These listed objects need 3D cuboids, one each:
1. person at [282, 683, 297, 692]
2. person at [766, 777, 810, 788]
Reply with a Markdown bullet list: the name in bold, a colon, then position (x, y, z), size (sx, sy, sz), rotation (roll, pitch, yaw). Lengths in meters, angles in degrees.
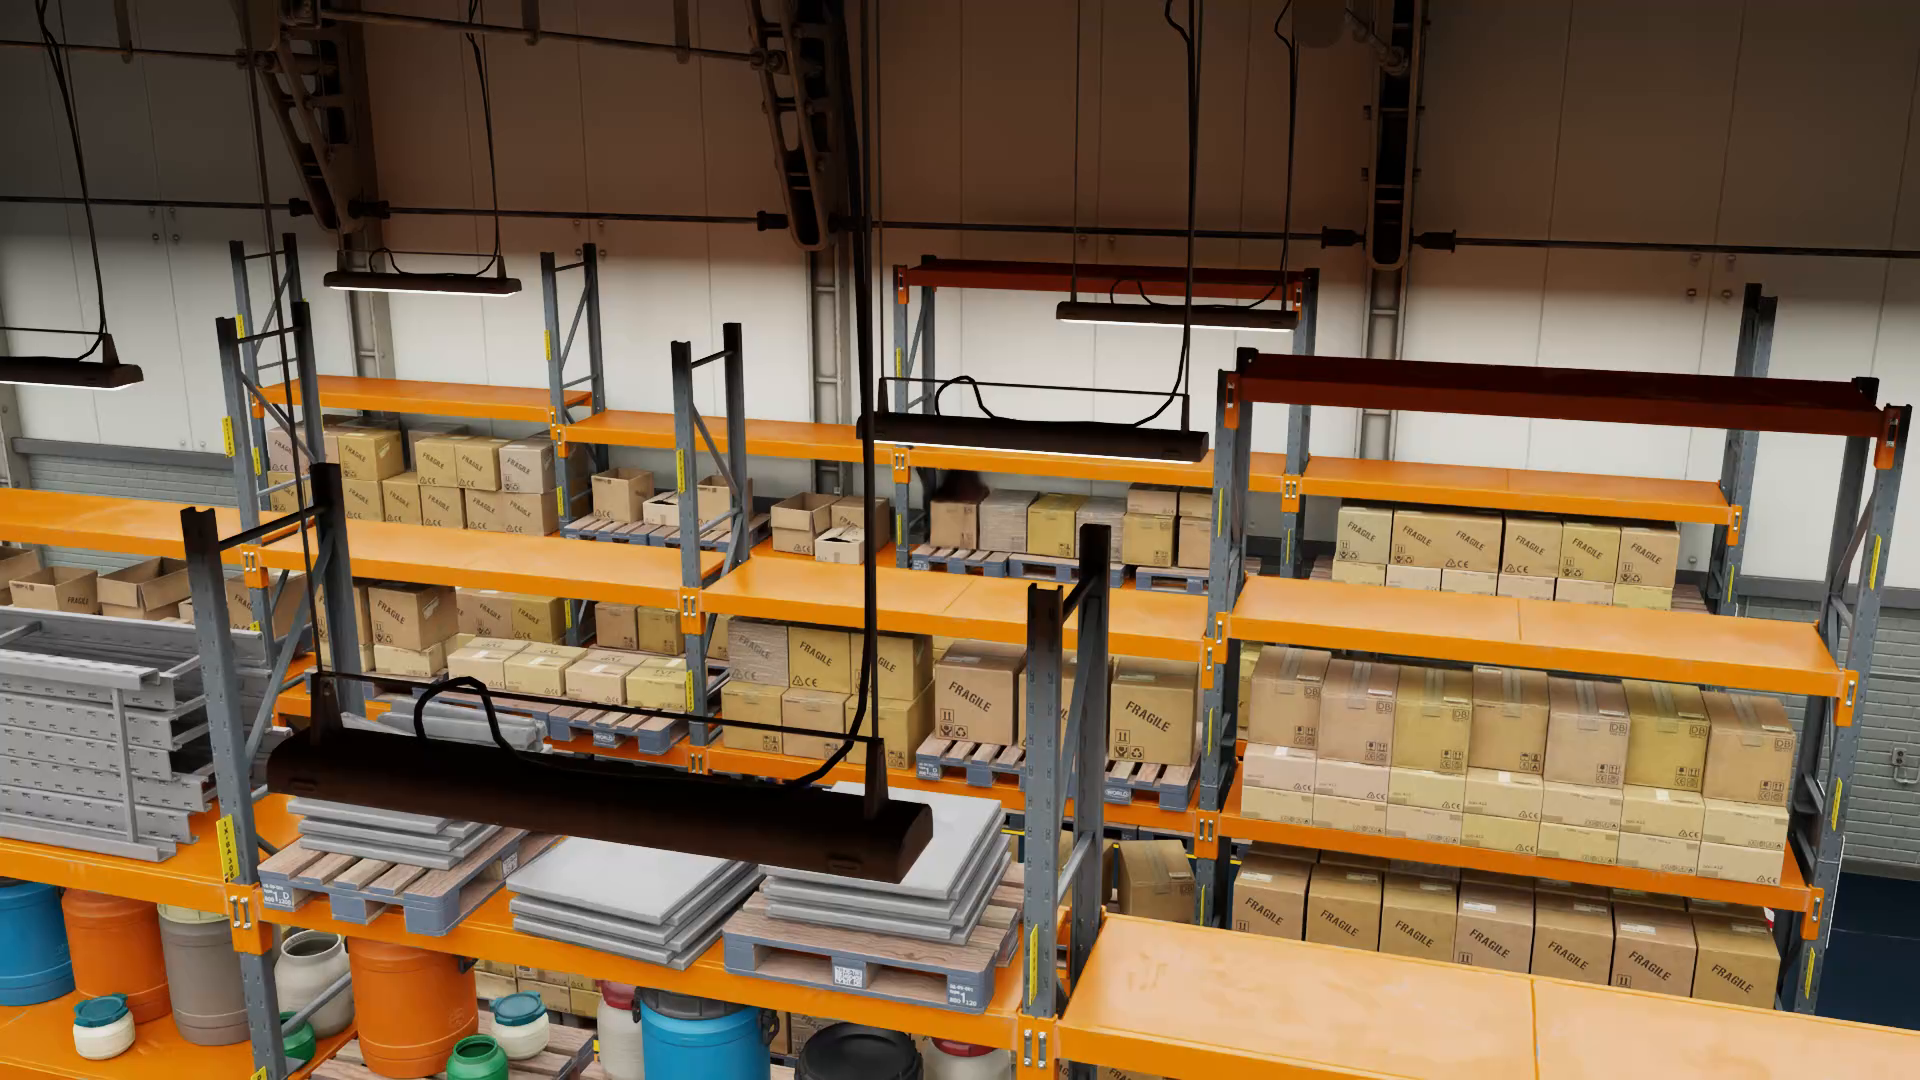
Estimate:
- **person**: position (-7.865, 1.898, 19.030), size (0.625, 1.807, 0.384), rotation (-3, 16, -9)
- **person**: position (-1.737, 2.511, 16.765), size (0.498, 1.625, 0.468), rotation (-11, 19, -33)
